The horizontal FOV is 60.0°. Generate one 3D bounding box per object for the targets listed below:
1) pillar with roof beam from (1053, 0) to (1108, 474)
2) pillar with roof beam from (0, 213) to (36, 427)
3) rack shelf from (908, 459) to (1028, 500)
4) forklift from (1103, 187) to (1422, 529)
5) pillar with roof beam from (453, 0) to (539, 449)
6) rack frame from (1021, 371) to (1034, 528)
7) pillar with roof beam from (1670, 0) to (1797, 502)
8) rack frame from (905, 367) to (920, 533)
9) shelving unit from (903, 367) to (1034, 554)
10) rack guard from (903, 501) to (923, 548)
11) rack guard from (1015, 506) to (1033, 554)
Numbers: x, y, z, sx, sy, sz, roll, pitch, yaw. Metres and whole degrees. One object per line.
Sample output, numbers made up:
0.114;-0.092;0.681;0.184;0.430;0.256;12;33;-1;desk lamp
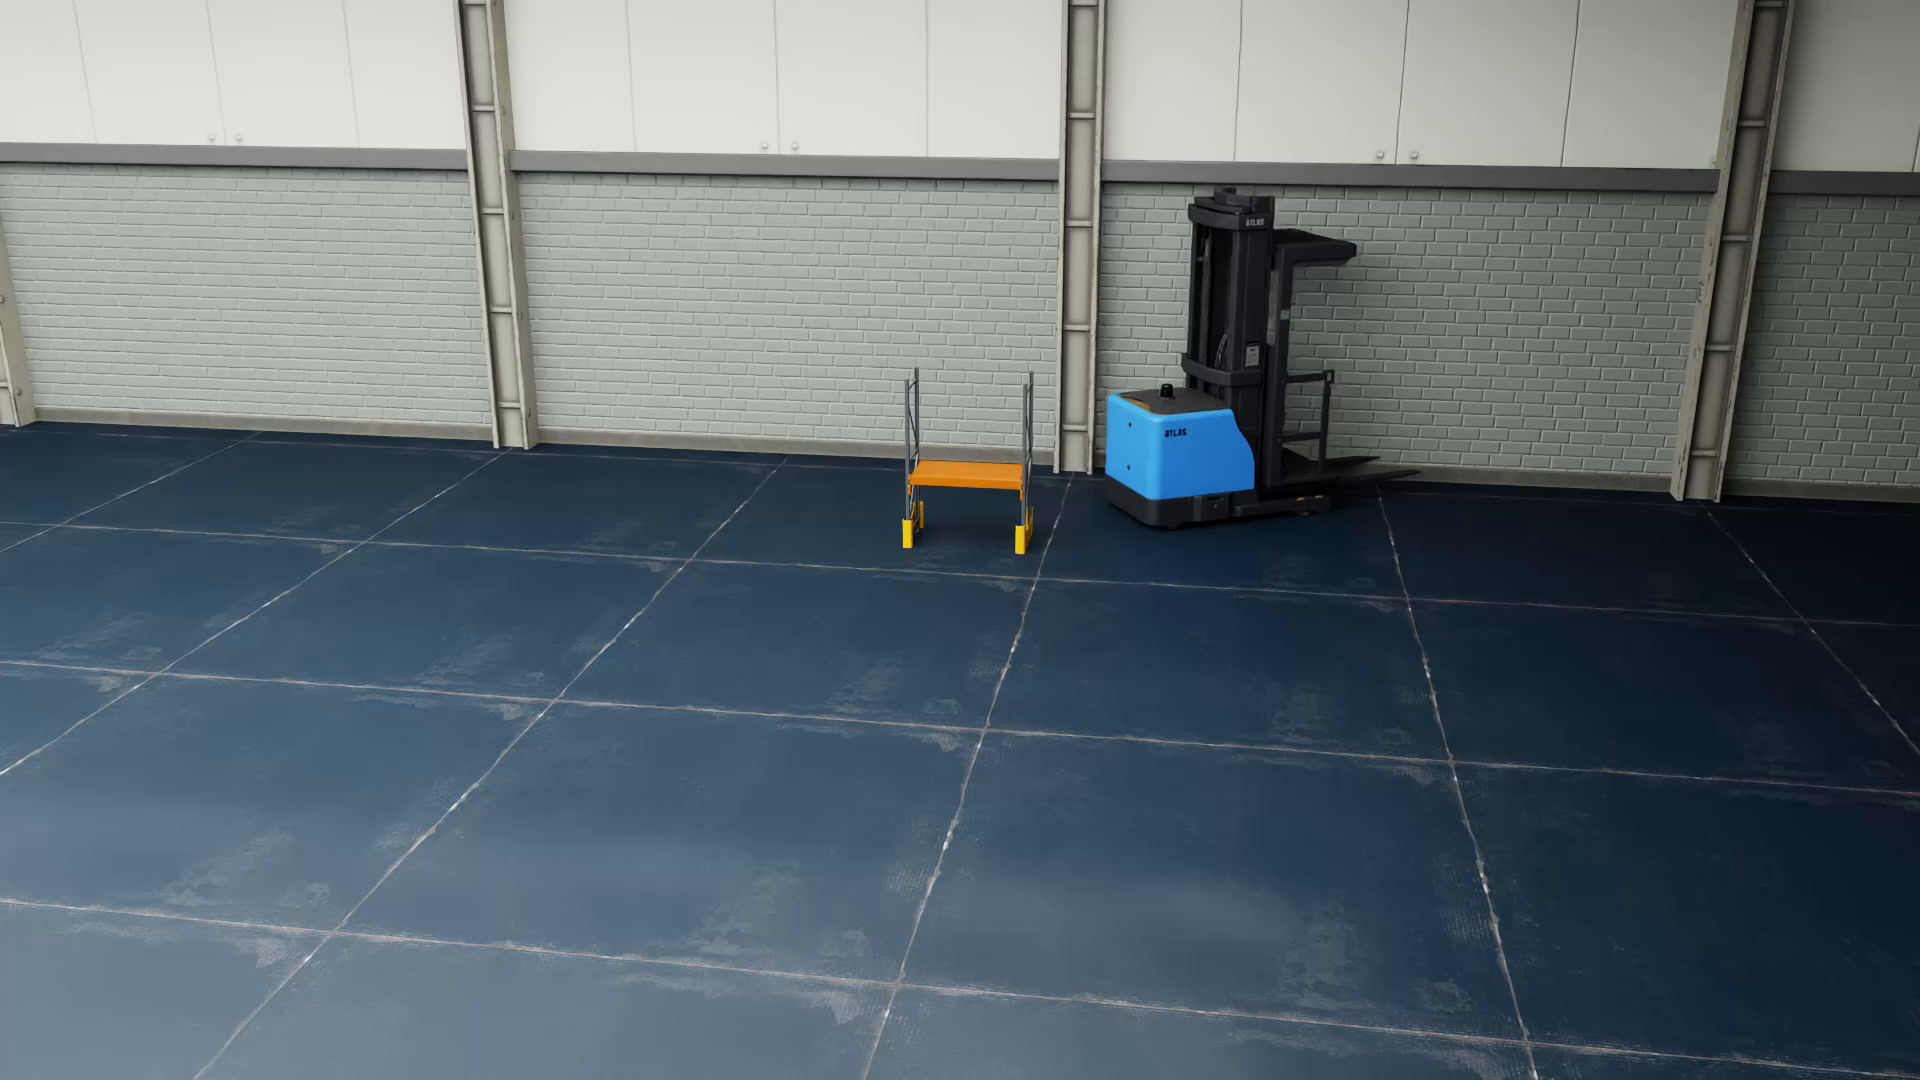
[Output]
0.483;-3.639;11.497;0.400;9.000;9.100;3;19;9;pillar with roof beam
-11.365;-4.243;13.302;0.400;9.000;9.100;3;19;9;pillar with roof beam
0.084;-0.536;14.609;1.000;0.185;0.538;3;19;9;rack shelf
2.933;-1.766;15.463;3.031;2.935;1.130;-7;20;-20;forklift
-5.441;-3.941;12.399;0.400;9.000;9.100;3;19;9;pillar with roof beam
0.586;-0.681;14.476;0.032;1.500;0.500;3;19;9;rack frame
6.407;-3.337;10.594;0.400;9.000;9.100;3;19;9;pillar with roof beam
-0.418;-0.733;14.629;0.032;1.500;0.500;3;19;9;rack frame
0.075;-0.707;14.554;1.083;1.500;0.587;3;19;9;shelving unit
-0.416;-0.140;14.827;0.087;0.250;0.587;3;19;9;rack guard
0.567;-0.090;14.677;0.087;0.250;0.587;3;19;9;rack guard
